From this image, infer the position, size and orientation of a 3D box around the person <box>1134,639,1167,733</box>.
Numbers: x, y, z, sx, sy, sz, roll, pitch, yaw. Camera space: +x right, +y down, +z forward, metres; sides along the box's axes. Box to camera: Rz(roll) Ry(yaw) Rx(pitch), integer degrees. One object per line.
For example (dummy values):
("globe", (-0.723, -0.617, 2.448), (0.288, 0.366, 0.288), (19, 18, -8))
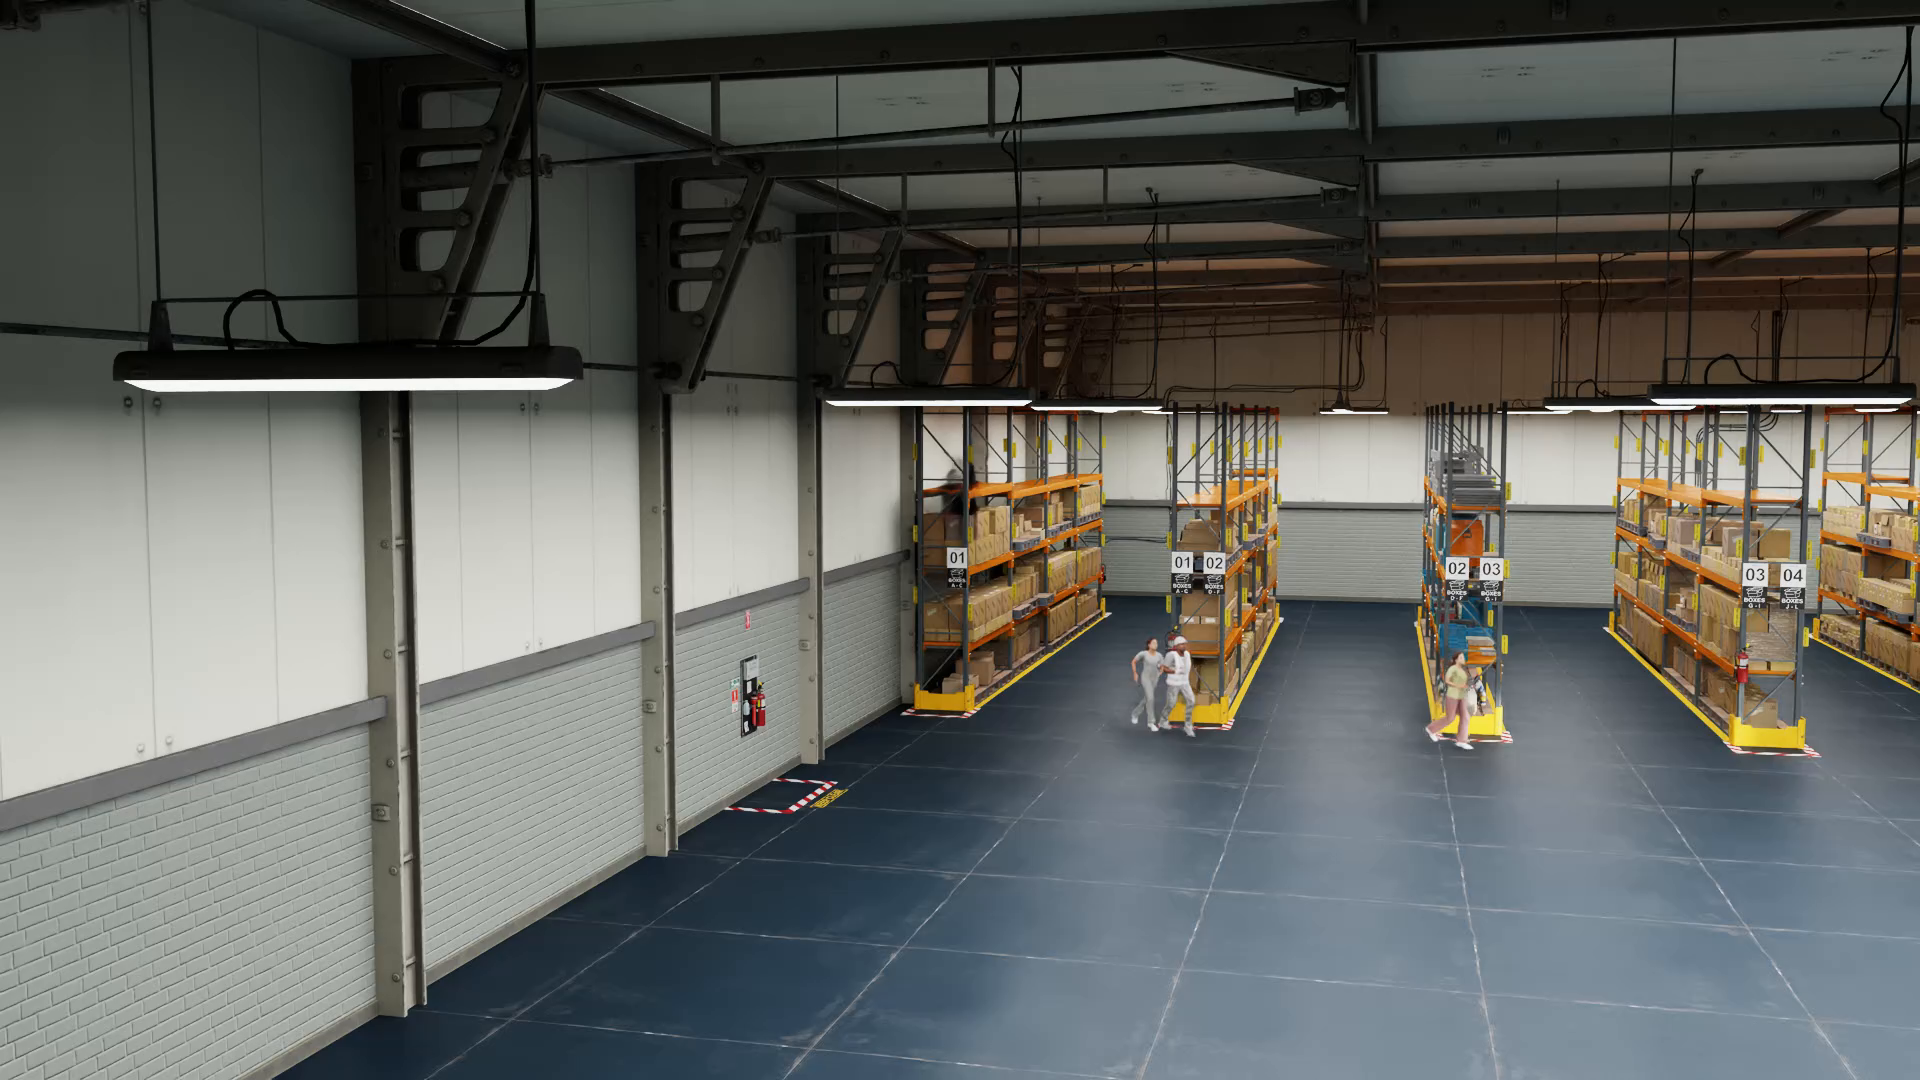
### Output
("person", (3.539, 2.642, 30.543), (0.601, 1.661, 0.851), (-2, 5, -26))

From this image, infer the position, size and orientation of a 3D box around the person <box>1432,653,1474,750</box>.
("person", (8.631, 2.778, 28.883), (0.581, 1.651, 0.763), (-4, 6, -44))

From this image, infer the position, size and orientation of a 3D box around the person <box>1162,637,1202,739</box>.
("person", (3.993, 2.624, 29.911), (0.709, 1.799, 0.952), (-3, 5, -31))
